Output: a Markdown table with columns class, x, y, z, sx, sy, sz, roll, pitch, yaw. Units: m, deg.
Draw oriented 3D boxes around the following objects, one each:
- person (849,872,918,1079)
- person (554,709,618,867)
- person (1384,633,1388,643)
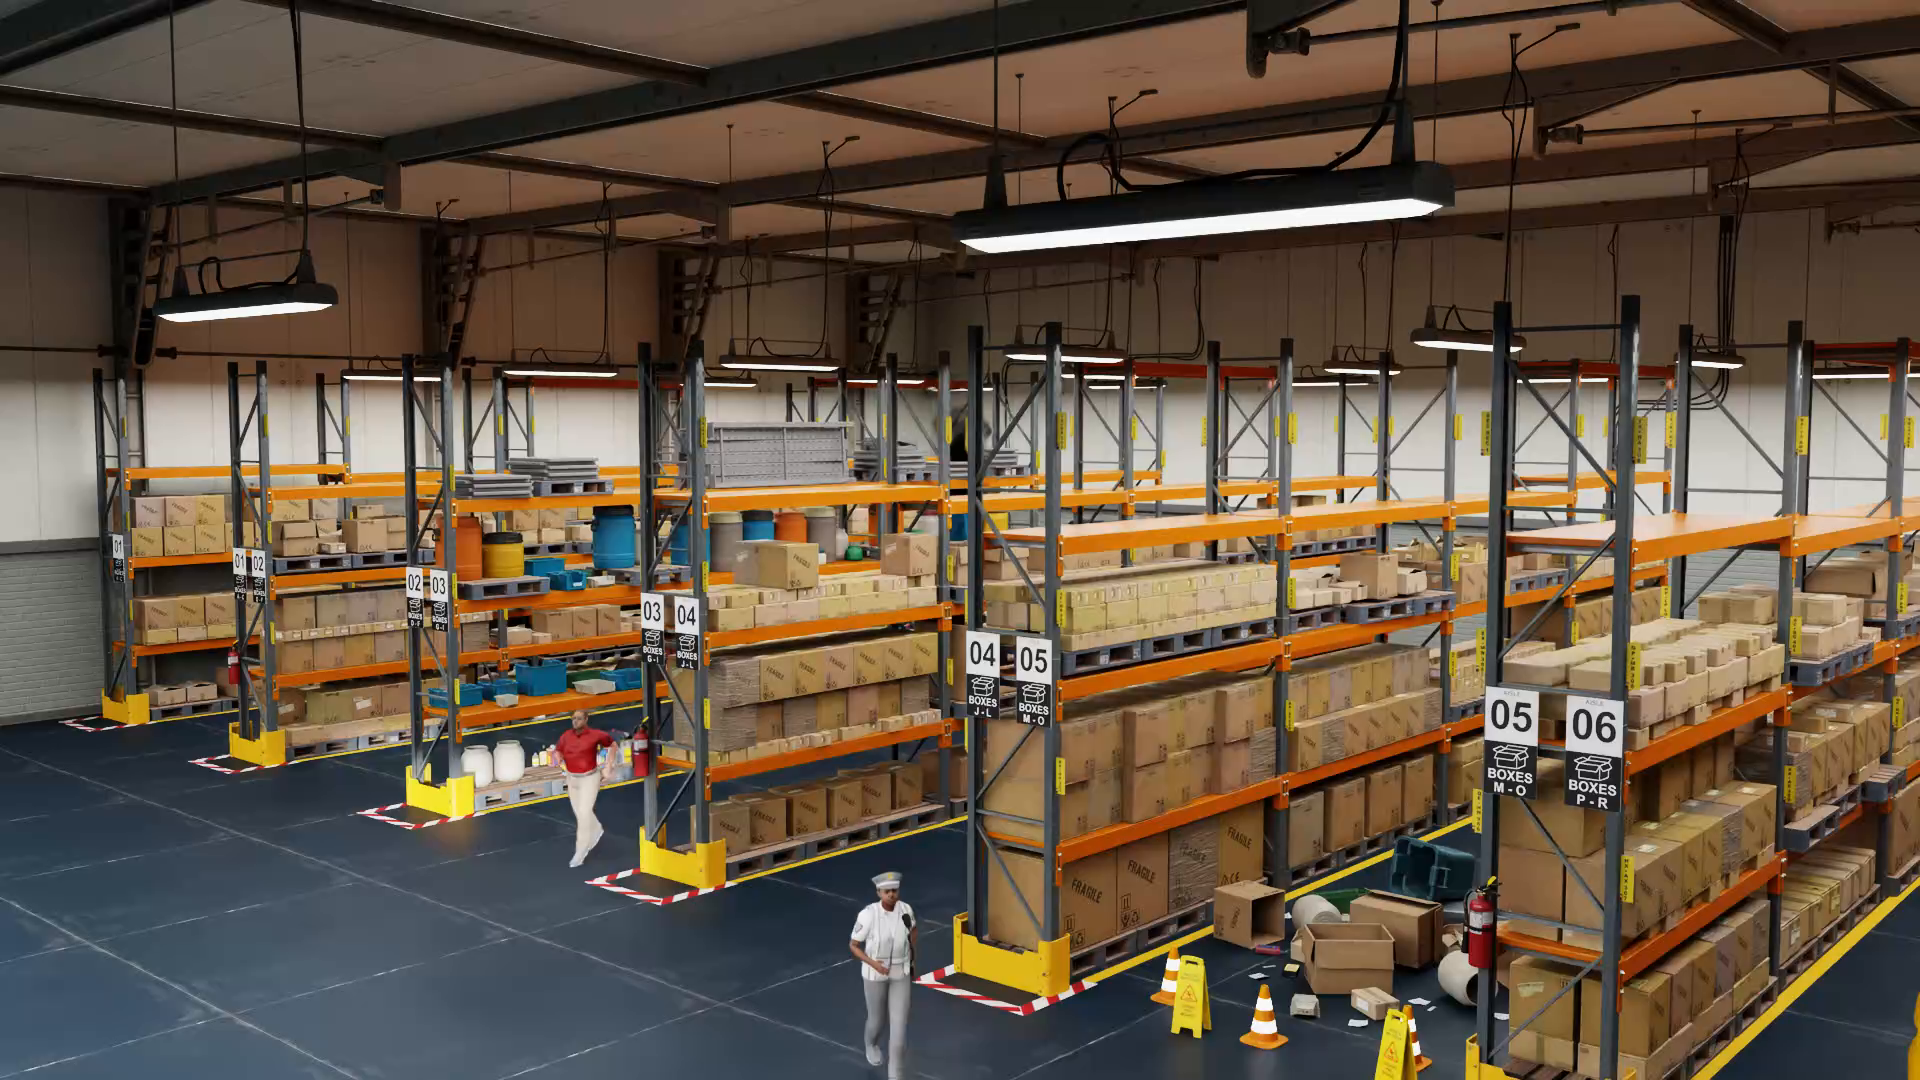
| class | x | y | z | sx | sy | sz | roll | pitch | yaw |
| --- | --- | --- | --- | --- | --- | --- | --- | --- | --- |
| person | -0.577 | 3.377 | 12.867 | 0.579 | 1.706 | 0.863 | -1 | 4 | -14 |
| person | -4.423 | 2.858 | 19.544 | 0.671 | 1.779 | 0.870 | 2 | 4 | 20 |
| person | 6.666 | 2.299 | 26.416 | 0.644 | 1.780 | 0.983 | 3 | 5 | 38 |
